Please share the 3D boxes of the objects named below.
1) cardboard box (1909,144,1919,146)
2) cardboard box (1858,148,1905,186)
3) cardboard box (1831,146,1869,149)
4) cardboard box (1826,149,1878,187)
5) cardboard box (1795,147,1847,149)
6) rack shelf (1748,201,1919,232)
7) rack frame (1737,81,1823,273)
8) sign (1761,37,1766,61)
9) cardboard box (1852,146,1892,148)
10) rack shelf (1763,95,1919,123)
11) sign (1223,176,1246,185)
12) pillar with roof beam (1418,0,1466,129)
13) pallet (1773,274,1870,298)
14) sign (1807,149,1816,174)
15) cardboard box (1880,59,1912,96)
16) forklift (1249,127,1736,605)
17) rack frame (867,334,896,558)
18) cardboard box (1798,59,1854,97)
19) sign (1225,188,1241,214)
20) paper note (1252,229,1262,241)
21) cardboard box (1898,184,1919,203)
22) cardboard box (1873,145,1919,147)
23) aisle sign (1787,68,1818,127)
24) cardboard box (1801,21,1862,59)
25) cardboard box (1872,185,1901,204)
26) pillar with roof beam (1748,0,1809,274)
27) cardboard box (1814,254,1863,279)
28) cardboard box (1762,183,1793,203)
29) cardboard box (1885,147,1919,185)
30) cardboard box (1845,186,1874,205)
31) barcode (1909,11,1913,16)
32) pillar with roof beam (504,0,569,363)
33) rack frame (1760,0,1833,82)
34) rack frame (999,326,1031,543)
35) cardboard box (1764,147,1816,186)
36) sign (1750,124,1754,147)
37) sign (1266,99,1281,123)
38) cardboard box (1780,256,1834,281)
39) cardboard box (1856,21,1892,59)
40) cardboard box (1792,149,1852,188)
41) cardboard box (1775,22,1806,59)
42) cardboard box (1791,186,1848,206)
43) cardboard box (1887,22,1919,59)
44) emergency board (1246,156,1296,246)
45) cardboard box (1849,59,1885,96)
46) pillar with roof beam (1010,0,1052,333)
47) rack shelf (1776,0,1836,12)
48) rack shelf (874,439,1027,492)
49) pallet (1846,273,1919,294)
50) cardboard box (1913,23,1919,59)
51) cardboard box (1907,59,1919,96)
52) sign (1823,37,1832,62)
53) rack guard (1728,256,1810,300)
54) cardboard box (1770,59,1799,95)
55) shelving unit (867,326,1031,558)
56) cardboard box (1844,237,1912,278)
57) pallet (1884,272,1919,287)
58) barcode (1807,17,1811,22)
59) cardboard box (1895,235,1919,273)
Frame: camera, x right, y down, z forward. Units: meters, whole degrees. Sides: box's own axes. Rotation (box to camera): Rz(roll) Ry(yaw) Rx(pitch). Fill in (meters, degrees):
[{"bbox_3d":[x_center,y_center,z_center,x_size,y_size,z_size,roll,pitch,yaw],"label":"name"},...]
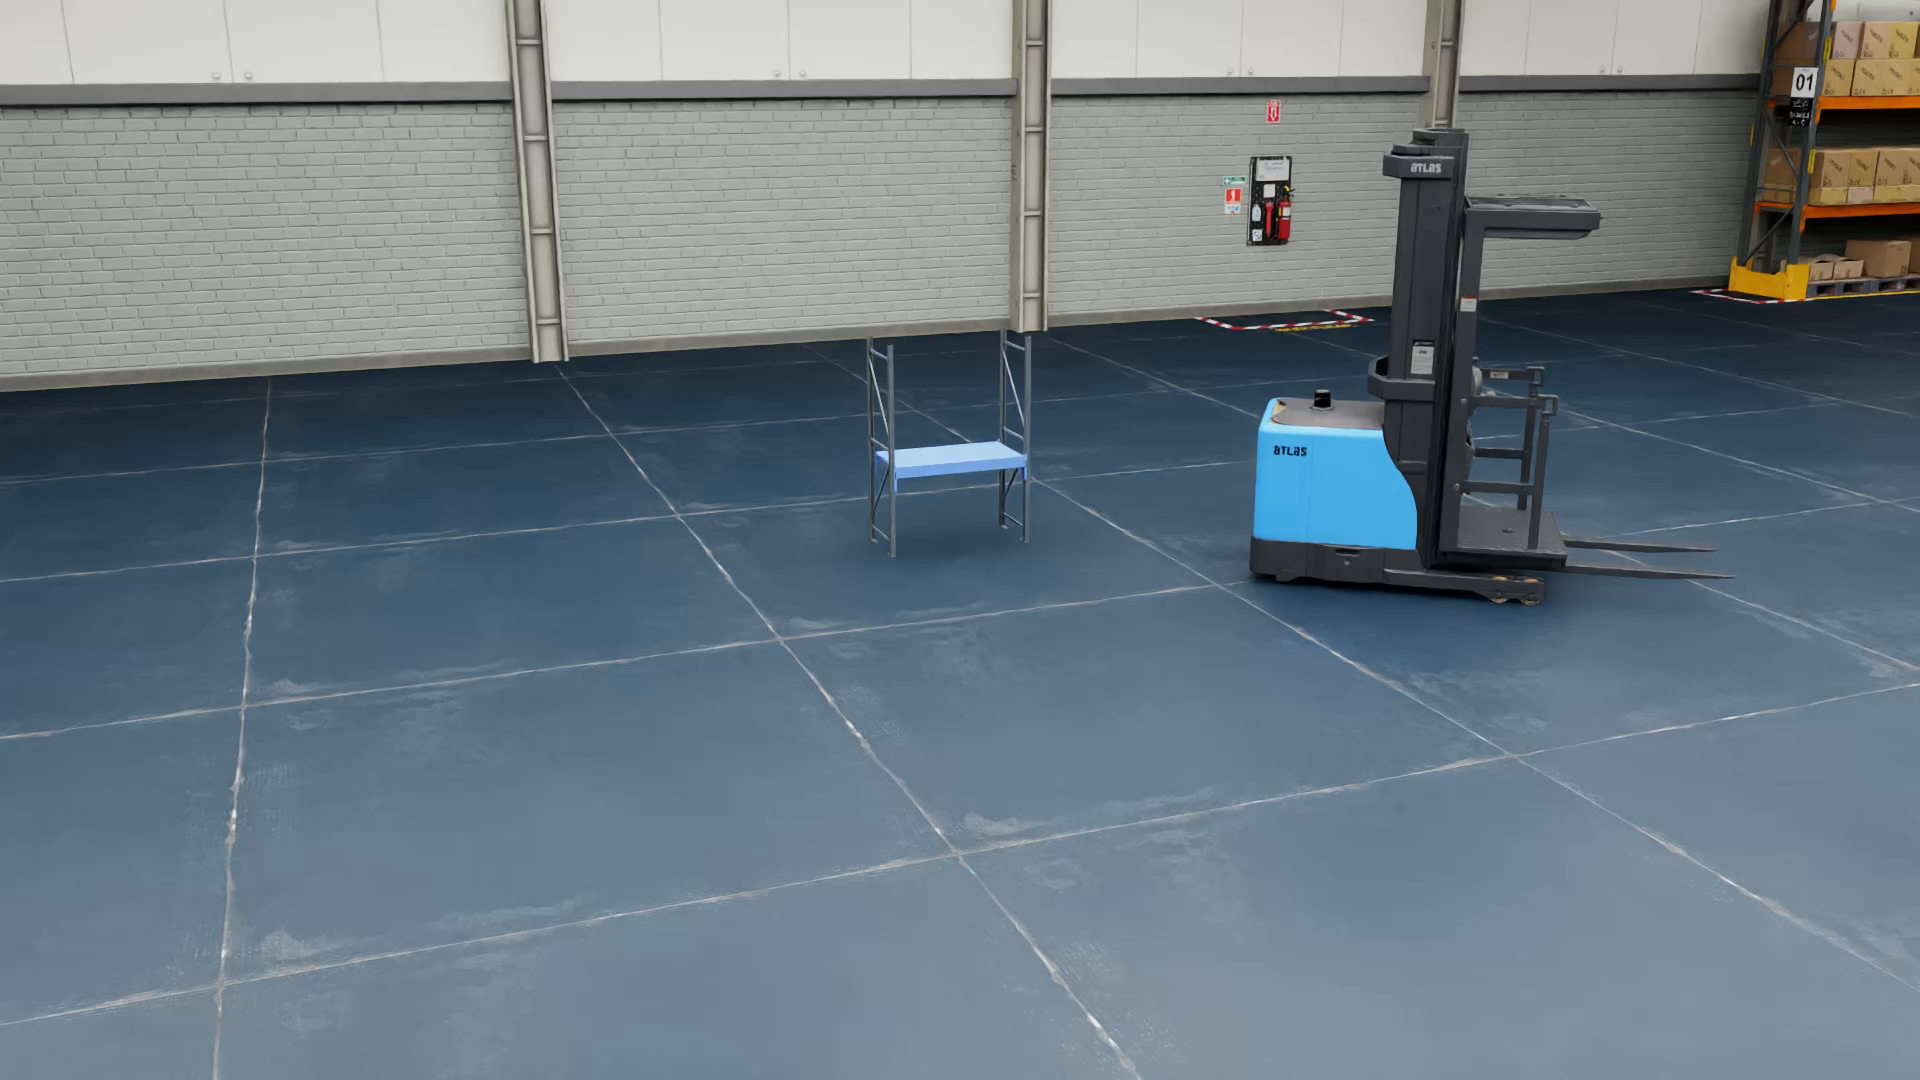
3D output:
[{"bbox_3d":[14.474,-5.689,25.047,0.500,0.500,0.500,-6,17,-20],"label":"cardboard box"},{"bbox_3d":[13.240,-5.396,24.050,0.500,0.500,0.500,-7,18,-22],"label":"cardboard box"},{"bbox_3d":[13.055,-5.534,24.520,0.500,0.500,0.500,-7,18,-22],"label":"cardboard box"},{"bbox_3d":[12.755,-5.346,23.878,0.500,0.500,0.500,-6,17,-20],"label":"cardboard box"},{"bbox_3d":[12.574,-5.481,24.339,0.500,0.500,0.500,-6,17,-19],"label":"cardboard box"},{"bbox_3d":[13.604,-4.888,24.698,4.000,0.370,1.077,-6,17,-20],"label":"rack shelf"},{"bbox_3d":[11.736,-5.032,23.910,0.127,3.000,1.000,-6,17,-20],"label":"rack frame"},{"bbox_3d":[11.557,-7.044,23.867,0.005,0.325,0.100,-6,17,-20],"label":"sign"},{"bbox_3d":[13.526,-5.585,24.693,0.500,0.500,0.500,-6,17,-19],"label":"cardboard box"},{"bbox_3d":[13.604,-6.328,24.275,4.000,0.370,1.077,-6,17,-20],"label":"rack shelf"},{"bbox_3d":[3.611,-4.727,21.867,0.331,0.109,0.001,-6,17,-20],"label":"sign"},{"bbox_3d":[8.018,-6.471,18.163,0.400,9.000,9.100,-6,17,-20],"label":"pillar with roof beam"},{"bbox_3d":[12.579,-3.774,24.576,1.213,0.211,1.003,-6,17,-20],"label":"pallet"},{"bbox_3d":[11.931,-5.305,23.302,0.005,0.325,0.100,-6,17,-20],"label":"sign"},{"bbox_3d":[13.136,-6.595,23.695,0.500,0.500,0.500,-5,17,-18],"label":"cardboard box"},{"bbox_3d":[3.519,-1.154,10.827,3.031,2.935,1.130,4,17,14],"label":"forklift"},{"bbox_3d":[-0.554,-0.660,11.683,0.032,1.500,0.500,-6,17,-20],"label":"rack frame"},{"bbox_3d":[12.138,-6.497,23.361,0.500,0.500,0.500,-6,17,-19],"label":"cardboard box"},{"bbox_3d":[3.603,-4.475,21.949,0.234,0.329,0.001,-6,17,-20],"label":"sign"},{"bbox_3d":[3.967,-4.064,22.176,0.142,0.148,0.016,-6,17,-20],"label":"paper note"},{"bbox_3d":[13.736,-5.091,24.343,0.500,0.250,0.500,-6,17,-20],"label":"cardboard box"},{"bbox_3d":[14.006,-5.640,24.881,0.500,0.500,0.500,-6,17,-19],"label":"cardboard box"},{"bbox_3d":[11.777,-6.193,23.250,0.004,0.787,0.394,-6,17,-20],"label":"aisle sign"},{"bbox_3d":[12.183,-6.983,23.244,0.500,0.500,0.500,-8,18,-24],"label":"cardboard box"},{"bbox_3d":[13.263,-5.041,24.172,0.500,0.250,0.500,-6,18,-21],"label":"cardboard box"},{"bbox_3d":[13.621,-7.076,20.223,0.400,9.000,9.100,-6,17,-20],"label":"pillar with roof beam"},{"bbox_3d":[12.947,-4.056,24.579,0.500,0.311,0.500,-5,17,-15],"label":"cardboard box"},{"bbox_3d":[12.104,-5.068,24.262,0.500,0.250,0.500,-6,17,-19],"label":"cardboard box"},{"bbox_3d":[13.717,-5.451,24.238,0.500,0.500,0.500,-6,17,-18],"label":"cardboard box"},{"bbox_3d":[12.786,-4.991,24.002,0.500,0.250,0.500,-7,18,-22],"label":"cardboard box"},{"bbox_3d":[14.020,-7.759,24.501,0.075,0.075,0.001,-6,17,-20],"label":"barcode"},{"bbox_3d":[-3.187,-5.261,14.043,0.400,9.000,9.100,-6,17,-20],"label":"pillar with roof beam"},{"bbox_3d":[11.736,-7.910,23.065,0.127,3.000,1.000,-6,17,-20],"label":"rack frame"},{"bbox_3d":[0.395,-0.762,12.032,0.032,1.500,0.500,-6,17,-20],"label":"rack frame"},{"bbox_3d":[12.101,-5.433,24.175,0.500,0.500,0.500,-6,18,-21],"label":"cardboard box"},{"bbox_3d":[11.557,-5.887,24.206,0.005,0.325,0.100,-6,17,-20],"label":"sign"},{"bbox_3d":[4.113,-5.624,21.811,0.199,0.298,0.001,-6,17,-20],"label":"sign"},{"bbox_3d":[12.415,-3.999,24.384,0.500,0.311,0.500,-8,18,-26],"label":"cardboard box"},{"bbox_3d":[12.670,-7.021,23.371,0.500,0.500,0.500,-6,18,-21],"label":"cardboard box"},{"bbox_3d":[12.290,-5.298,23.717,0.500,0.500,0.500,-6,17,-20],"label":"cardboard box"},{"bbox_3d":[12.046,-7.121,23.712,0.500,0.500,0.500,-5,17,-18],"label":"cardboard box"},{"bbox_3d":[12.306,-4.935,23.811,0.500,0.250,0.500,-7,18,-22],"label":"cardboard box"},{"bbox_3d":[13.144,-7.075,23.557,0.500,0.500,0.500,-6,17,-19],"label":"cardboard box"},{"bbox_3d":[4.157,-4.486,22.051,0.643,1.169,0.194,-6,17,-20],"label":"emergency board"},{"bbox_3d":[12.652,-6.541,23.514,0.500,0.500,0.500,-5,17,-16],"label":"cardboard box"},{"bbox_3d":[2.416,-5.866,16.103,0.400,9.000,9.100,-6,17,-20],"label":"pillar with roof beam"},{"bbox_3d":[13.604,-7.765,23.853,4.000,0.370,1.077,-6,17,-20],"label":"rack shelf"},{"bbox_3d":[-0.080,-0.538,11.908,1.000,0.185,0.538,-6,17,-20],"label":"rack shelf"},{"bbox_3d":[13.716,-3.896,24.991,1.213,0.211,1.003,-6,17,-20],"label":"pallet"},{"bbox_3d":[14.109,-7.176,23.902,0.500,0.500,0.500,-7,18,-22],"label":"cardboard box"},{"bbox_3d":[13.629,-6.654,23.898,0.500,0.500,0.500,-5,17,-17],"label":"cardboard box"},{"bbox_3d":[11.931,-6.748,22.878,0.005,0.325,0.100,-6,17,-20],"label":"sign"},{"bbox_3d":[11.807,-3.840,24.288,0.348,0.500,1.175,-6,17,-20],"label":"rack guard"},{"bbox_3d":[12.036,-6.637,23.840,0.500,0.500,0.500,-5,17,-16],"label":"cardboard box"},{"bbox_3d":[-0.080,-0.711,11.858,1.048,1.500,0.538,-6,17,-20],"label":"shelving unit"},{"bbox_3d":[13.650,-4.208,24.760,0.500,0.500,0.700,-7,18,-24],"label":"cardboard box"},{"bbox_3d":[14.857,-4.020,25.414,1.213,0.211,1.003,-6,17,-20],"label":"pallet"},{"bbox_3d":[12.221,-7.490,23.939,0.075,0.075,0.001,-6,17,-20],"label":"barcode"},{"bbox_3d":[14.517,-4.332,25.181,0.500,0.500,0.500,-8,18,-24],"label":"cardboard box"}]
